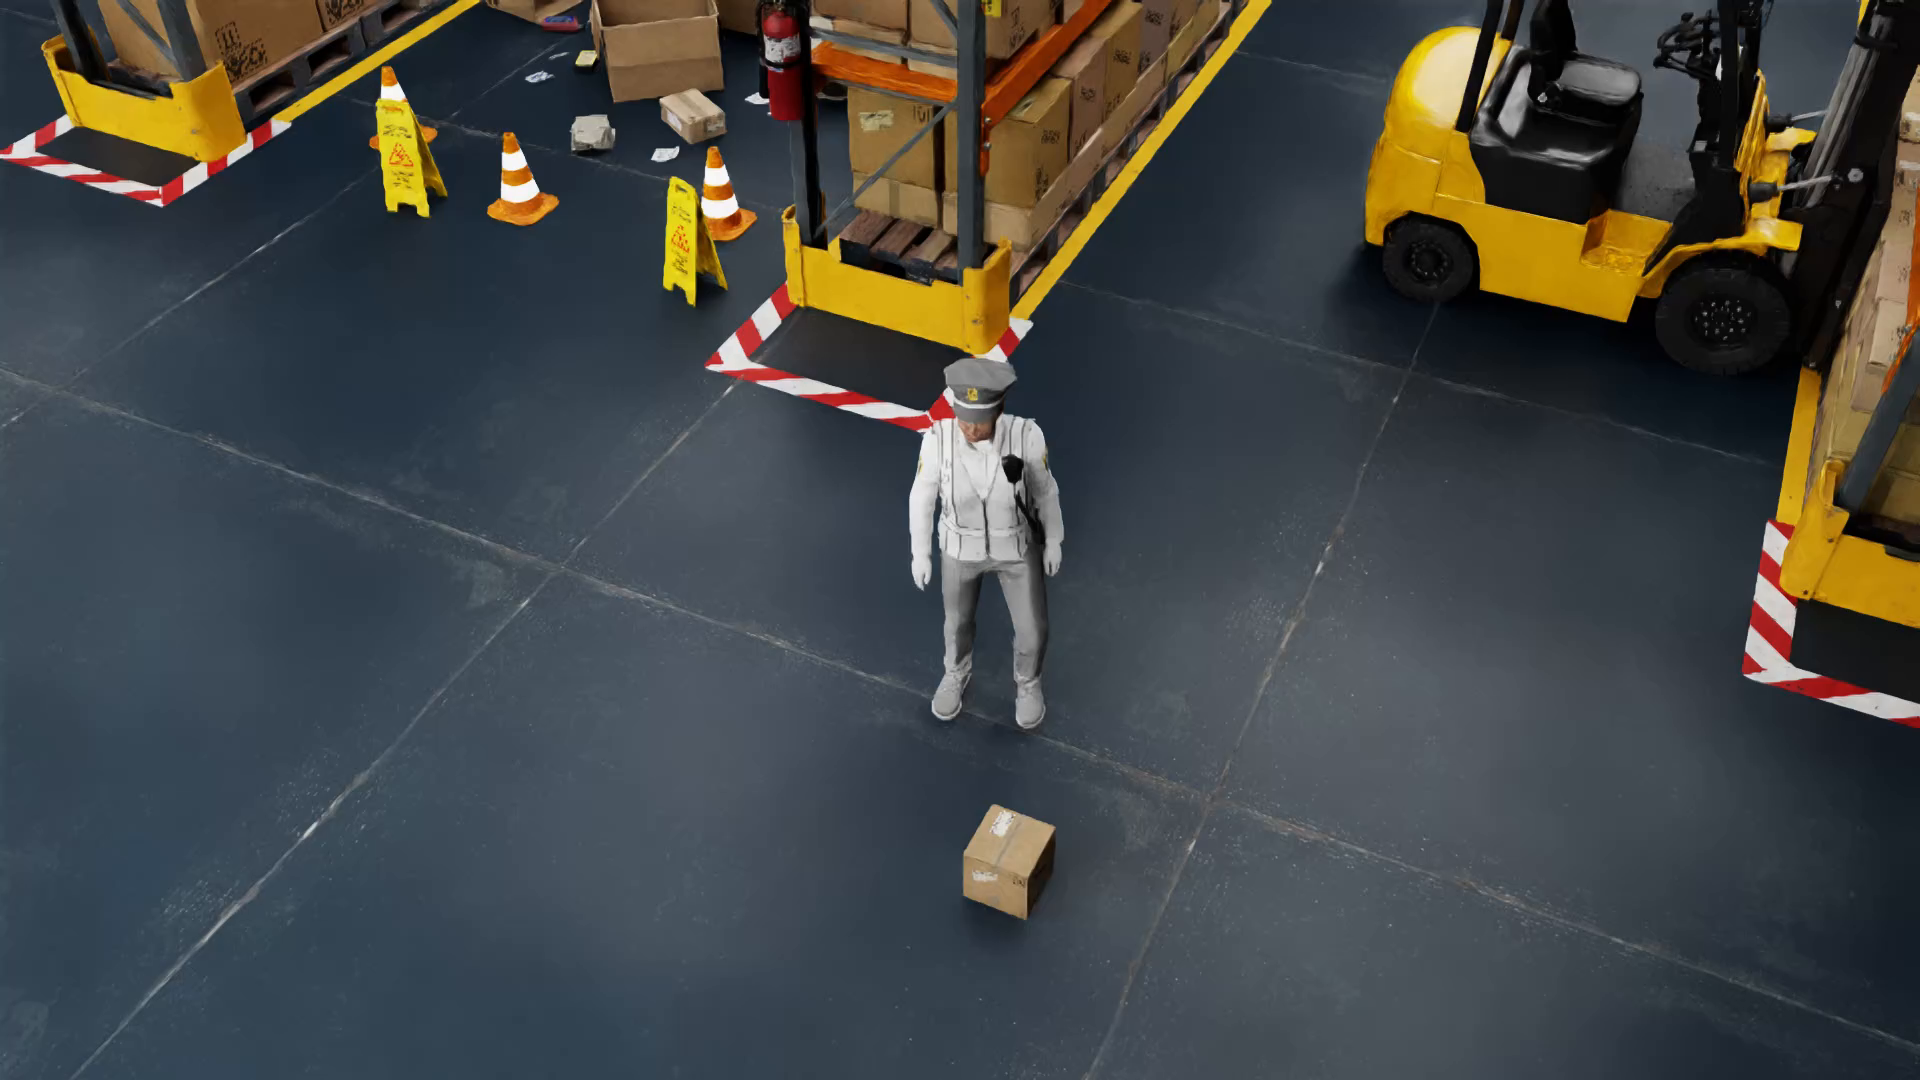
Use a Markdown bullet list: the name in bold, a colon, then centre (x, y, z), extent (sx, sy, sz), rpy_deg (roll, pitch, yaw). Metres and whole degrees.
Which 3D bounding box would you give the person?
- **person**: centre (0.097, 0.030, 6.087), extent (0.562, 1.680, 0.347), rpy_deg (1, 42, 2)
